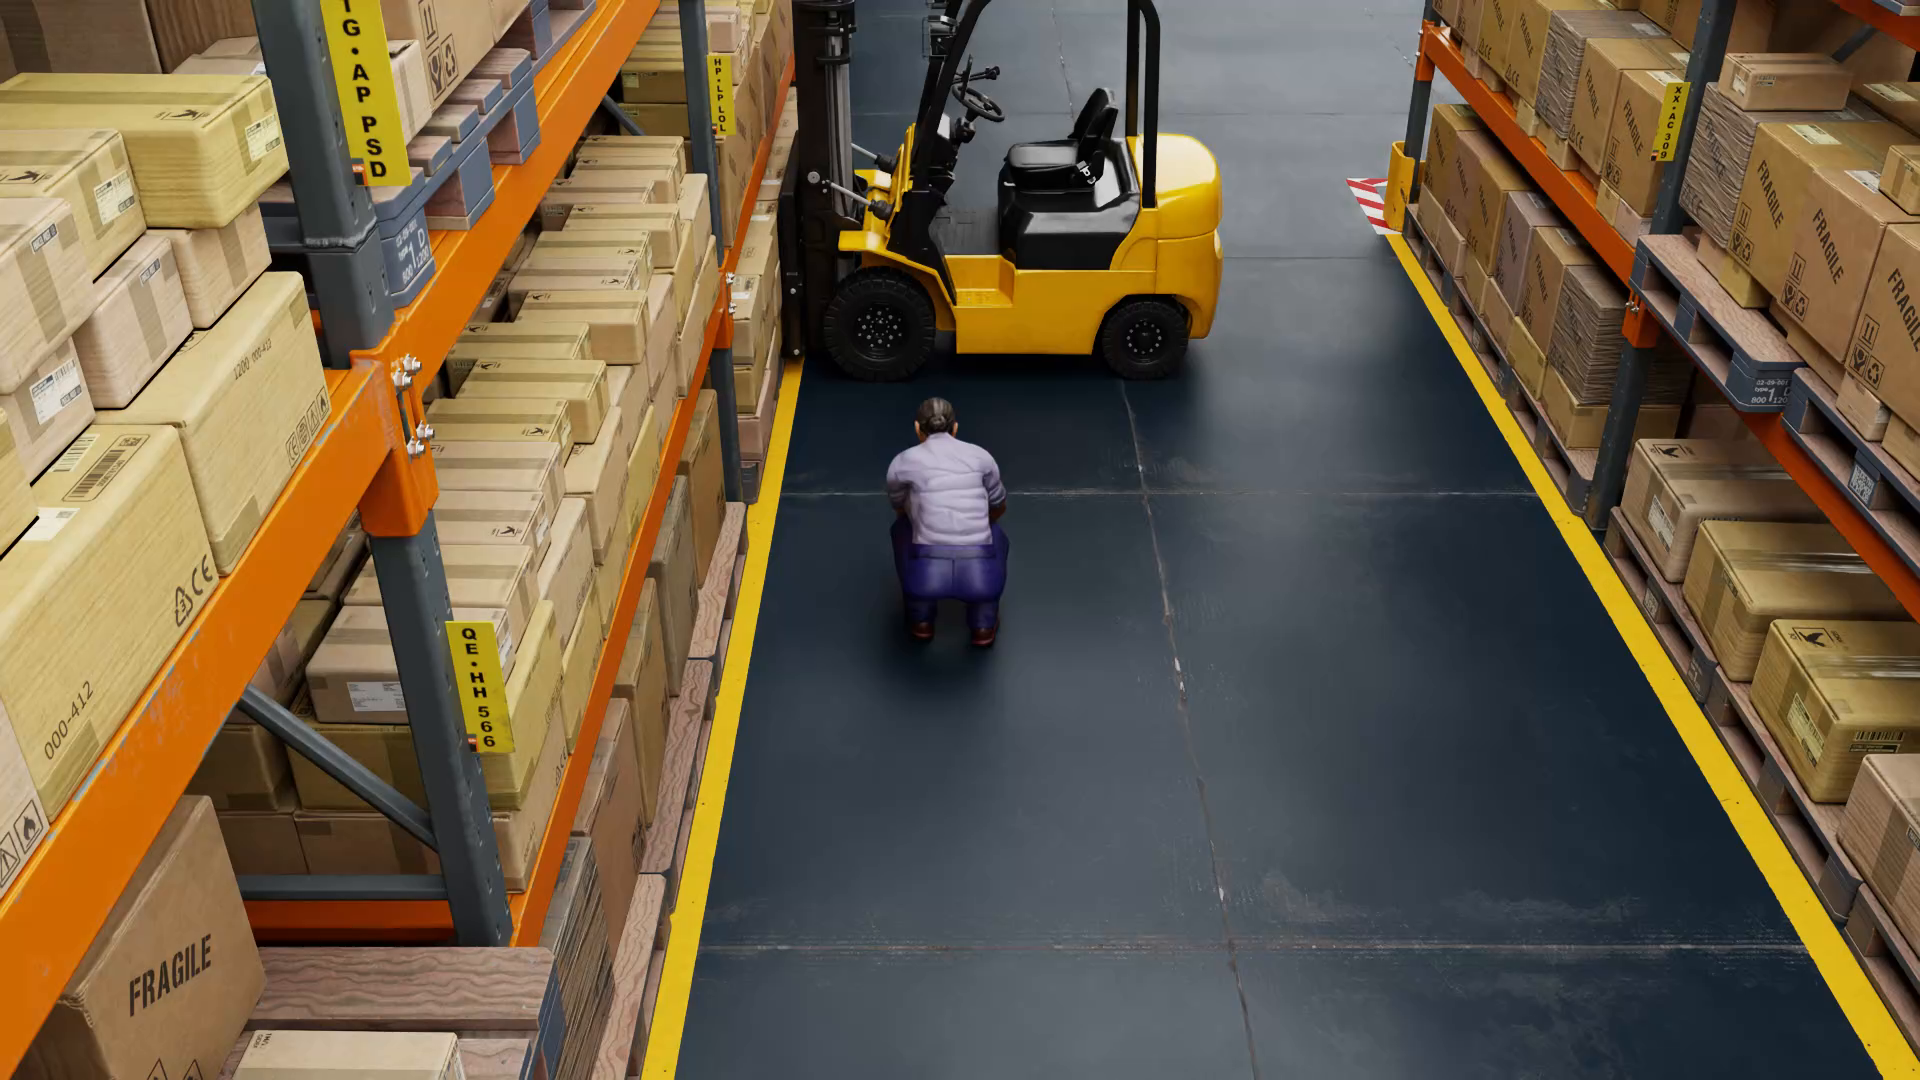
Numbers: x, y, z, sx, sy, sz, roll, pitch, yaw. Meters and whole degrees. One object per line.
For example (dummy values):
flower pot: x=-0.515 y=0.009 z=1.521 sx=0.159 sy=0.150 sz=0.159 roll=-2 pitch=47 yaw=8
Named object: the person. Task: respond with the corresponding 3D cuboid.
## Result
person: x=-0.046 y=-0.074 z=6.968 sx=0.519 sy=0.929 sz=0.818 roll=0 pitch=32 yaw=0
